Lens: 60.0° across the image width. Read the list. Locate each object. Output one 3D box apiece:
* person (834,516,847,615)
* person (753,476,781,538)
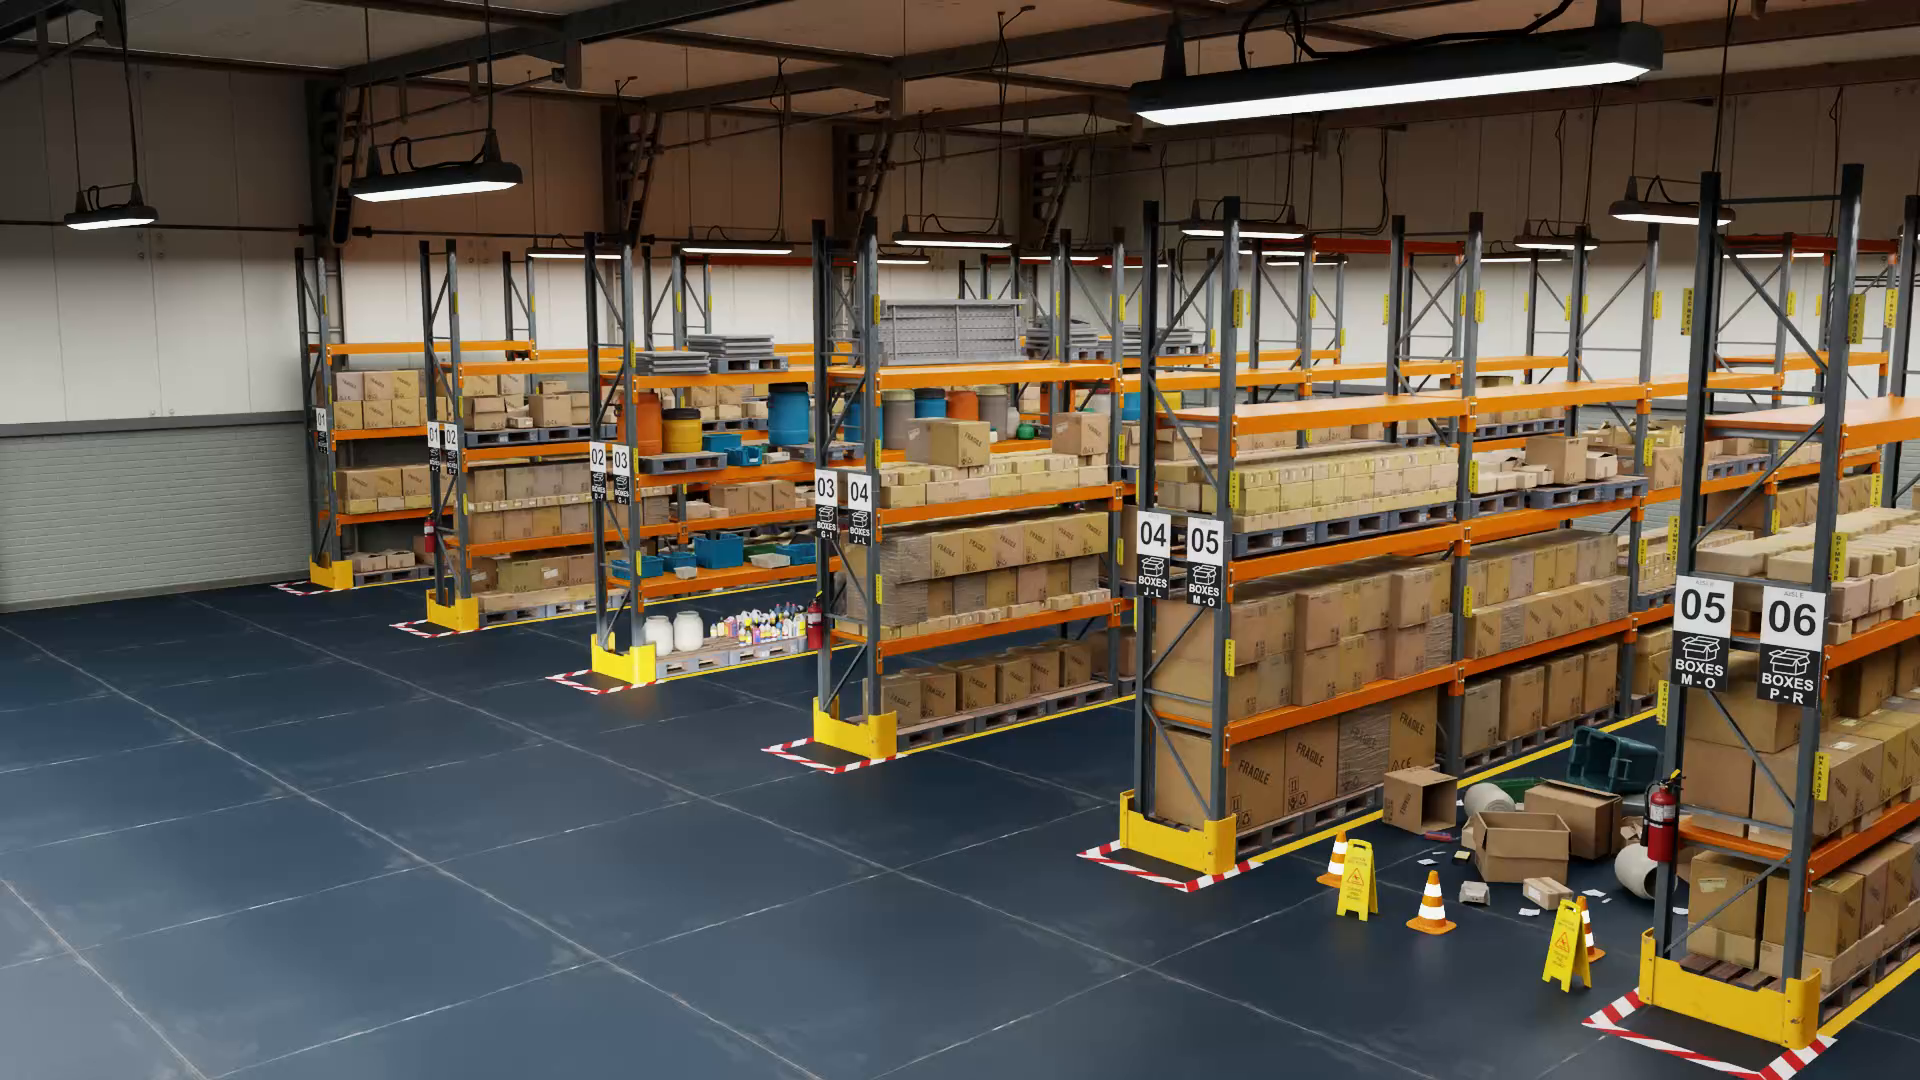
[{"bbox_3d":[-1.933,0.408,26.769,0.956,1.725,0.597,-5,10,-29],"label":"person"},{"bbox_3d":[-3.875,-0.572,33.414,0.732,1.736,0.582,-8,11,-42],"label":"person"}]
